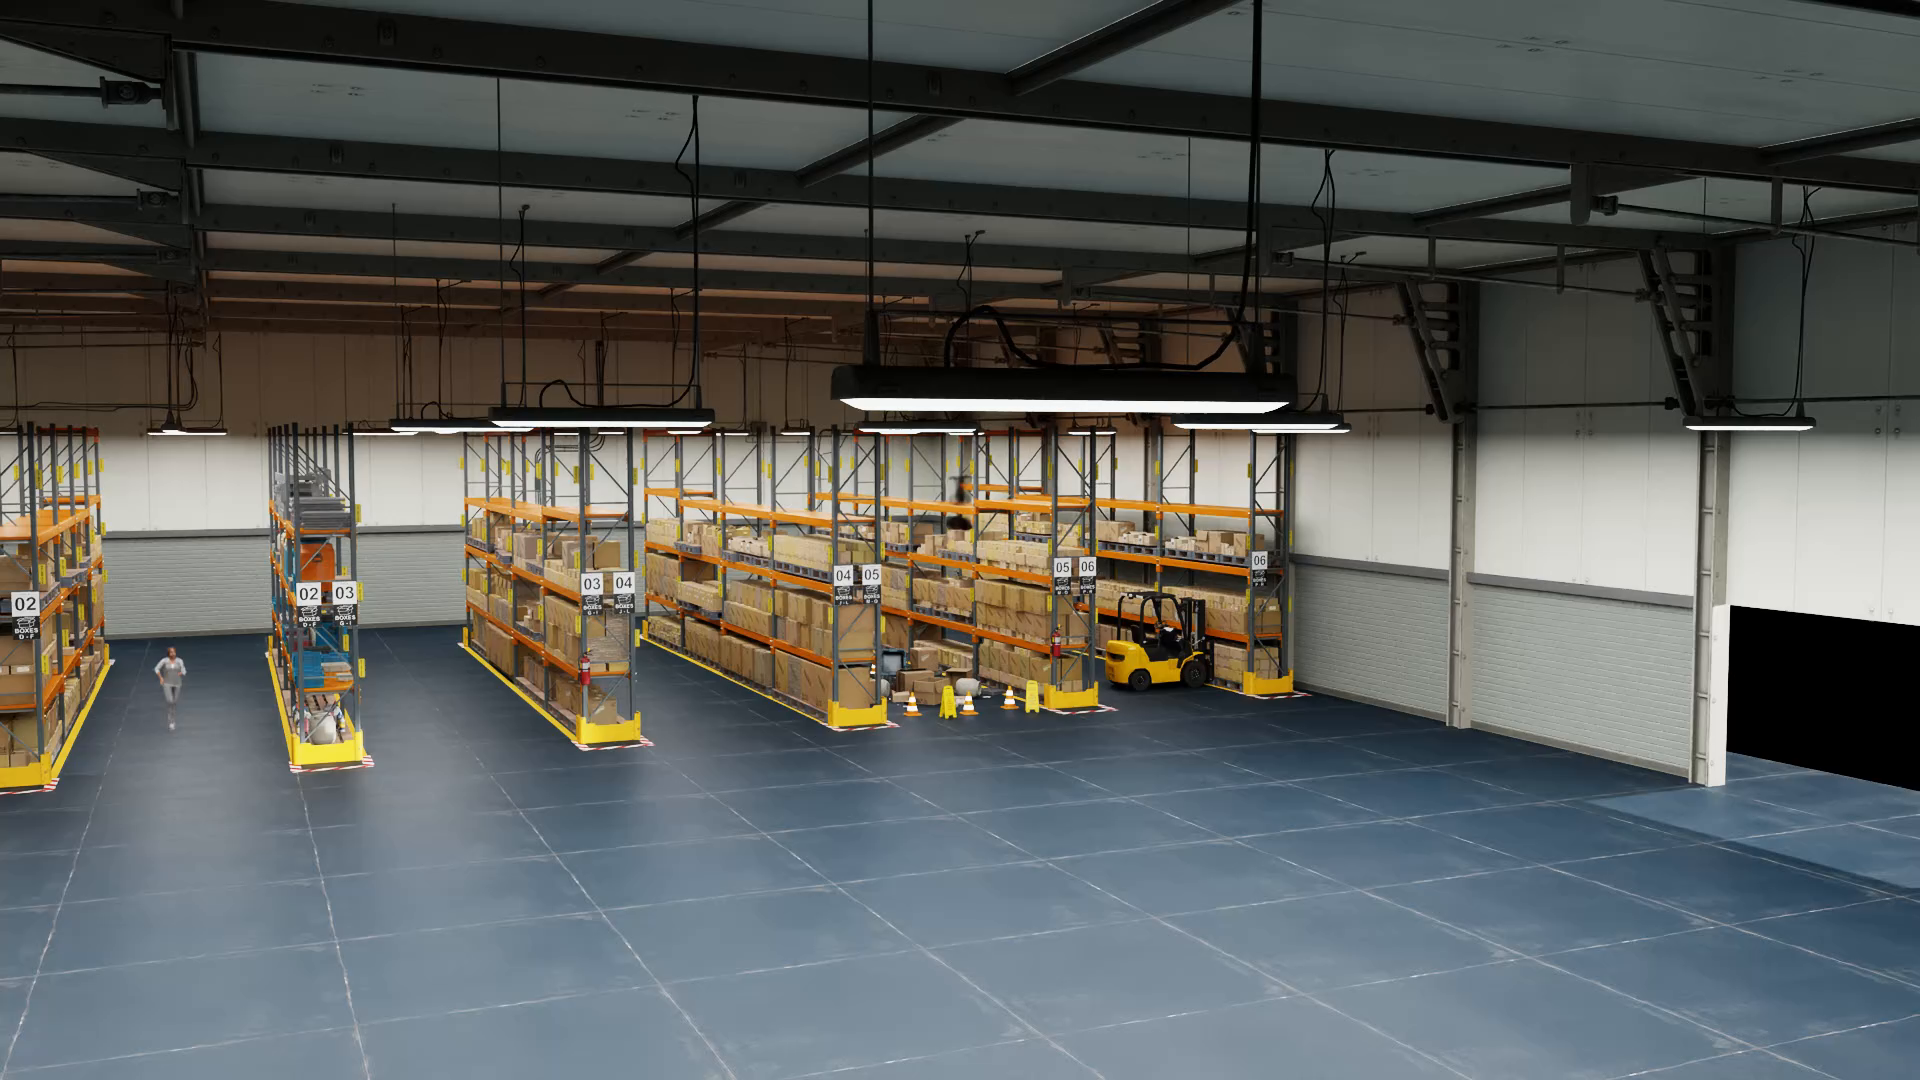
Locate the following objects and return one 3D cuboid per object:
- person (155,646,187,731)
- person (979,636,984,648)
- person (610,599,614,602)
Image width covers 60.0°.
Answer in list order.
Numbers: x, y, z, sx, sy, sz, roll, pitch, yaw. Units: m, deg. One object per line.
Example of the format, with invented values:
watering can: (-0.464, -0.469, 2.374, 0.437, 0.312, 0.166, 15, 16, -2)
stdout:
person: (-15.579, 2.919, 32.827, 0.483, 1.647, 0.736, -3, 5, -40)
person: (0.493, 2.283, 43.603, 0.541, 1.556, 0.546, -2, 4, -33)
person: (-9.257, 2.113, 45.472, 0.677, 1.713, 0.769, -2, 4, -34)
